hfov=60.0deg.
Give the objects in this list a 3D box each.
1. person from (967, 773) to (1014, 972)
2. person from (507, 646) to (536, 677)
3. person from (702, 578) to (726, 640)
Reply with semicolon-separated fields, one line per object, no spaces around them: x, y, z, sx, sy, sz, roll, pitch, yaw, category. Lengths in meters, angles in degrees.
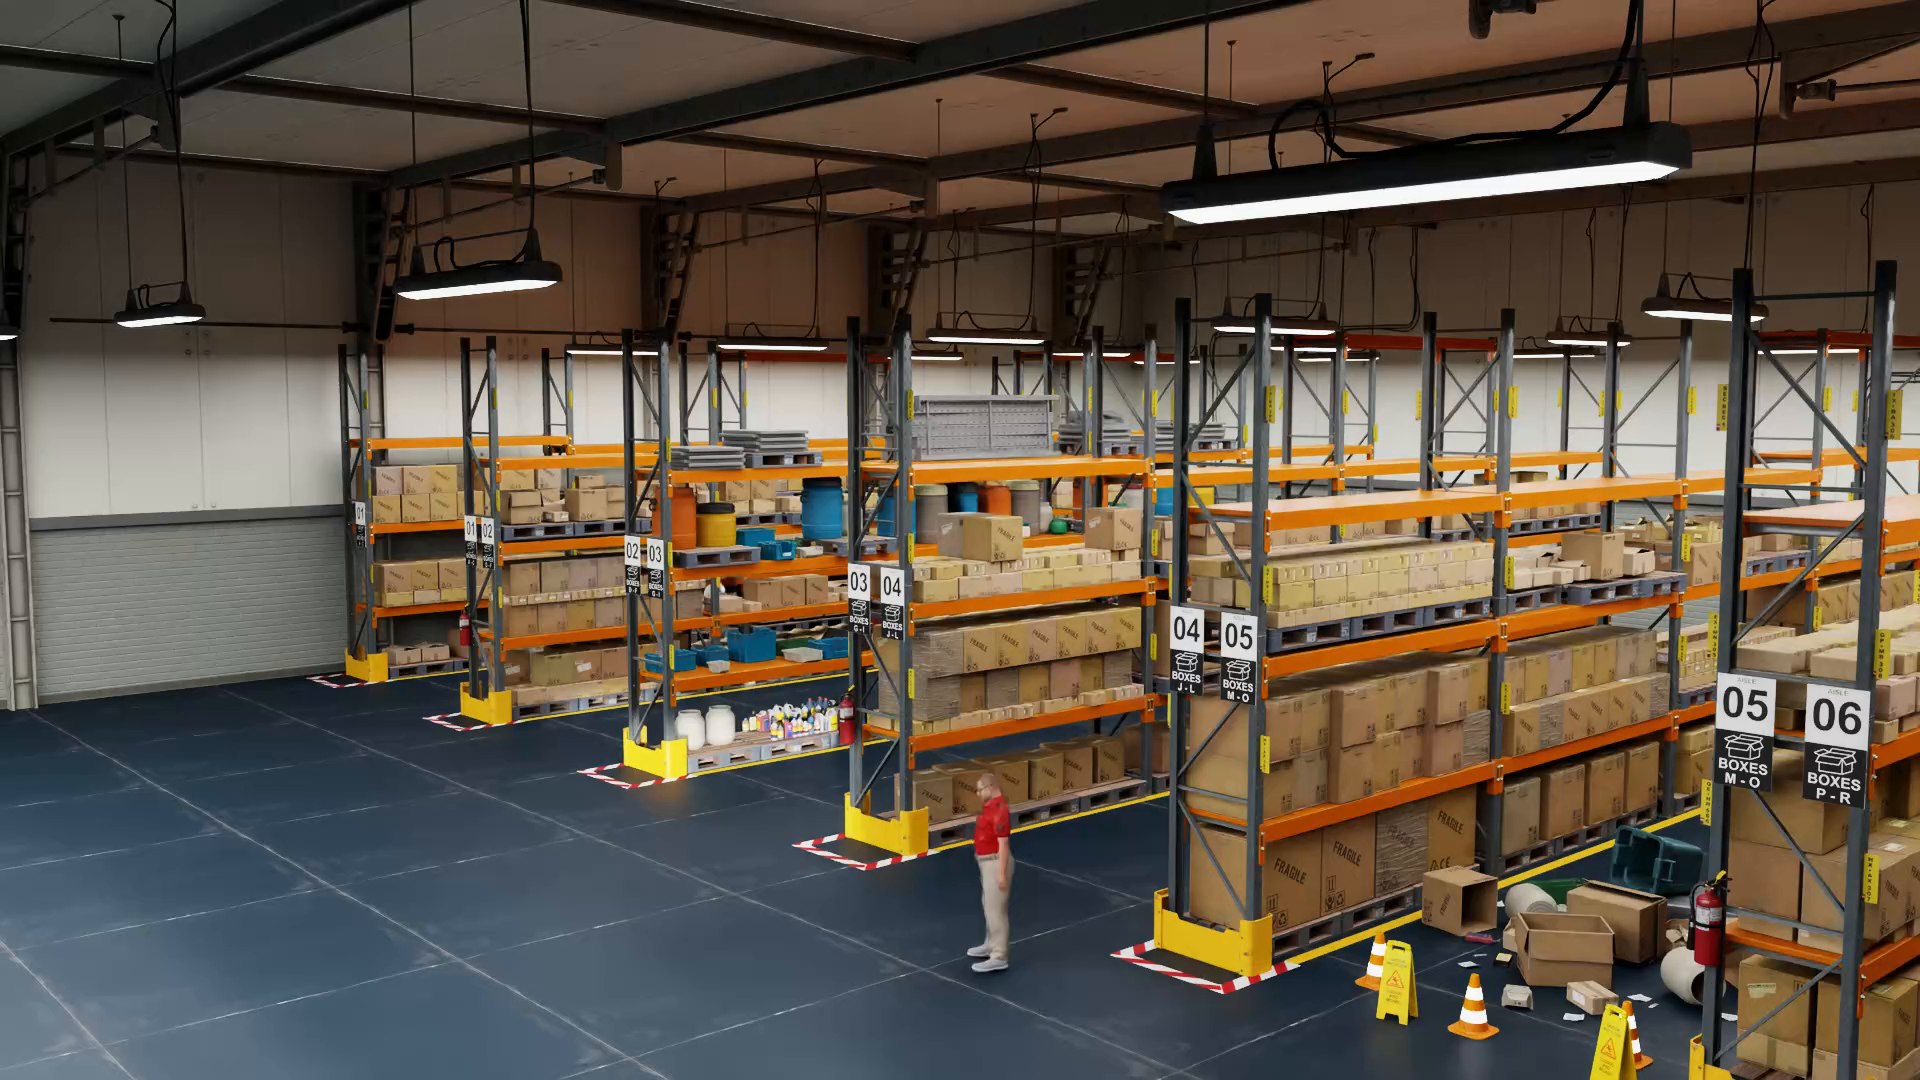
0.276;2.960;15.007;0.420;1.726;0.610;0;5;-1;person
-7.666;1.699;29.038;0.715;1.818;0.571;-4;6;-34;person
-4.840;1.412;32.657;0.426;1.645;0.950;4;7;41;person
